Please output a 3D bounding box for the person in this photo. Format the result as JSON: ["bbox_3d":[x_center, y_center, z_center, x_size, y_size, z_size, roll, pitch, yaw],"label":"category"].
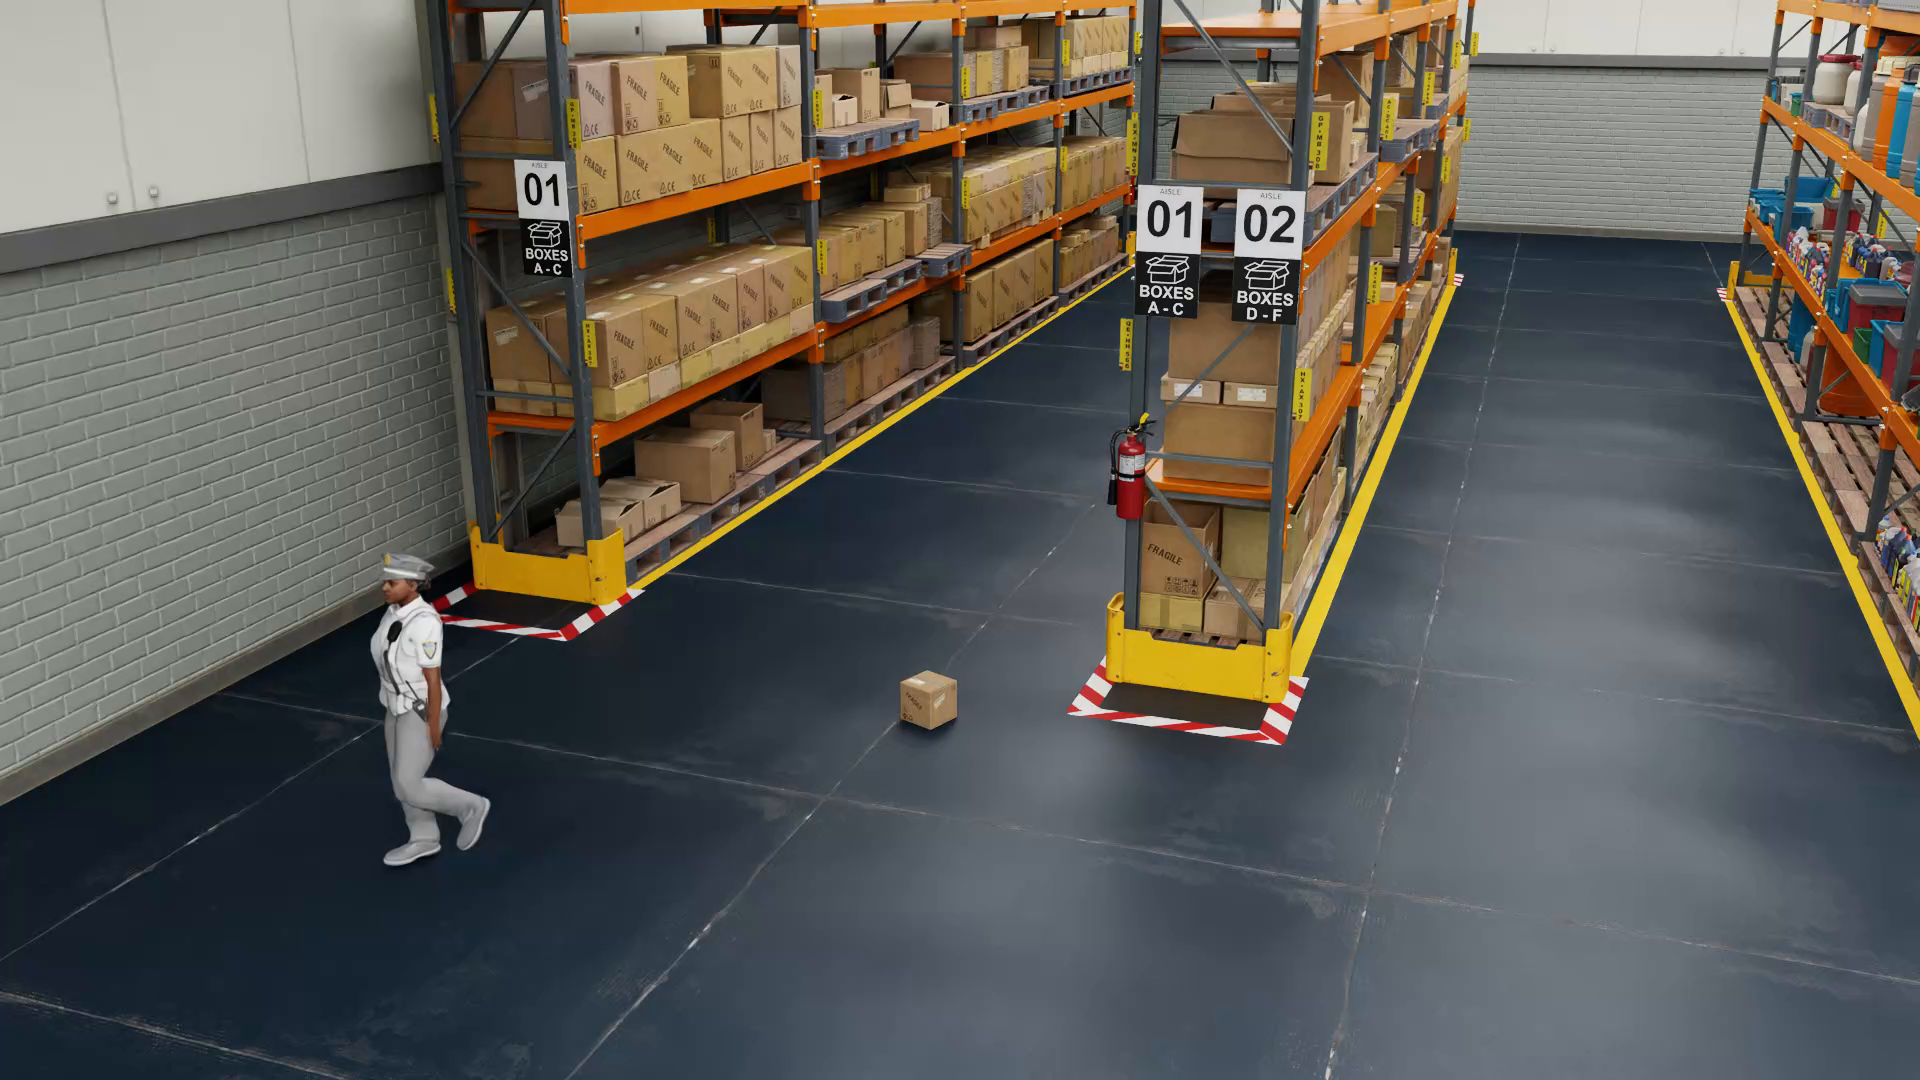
[{"bbox_3d":[-2.744,0.851,8.442,0.511,1.682,0.444,-14,23,-36],"label":"person"}]
